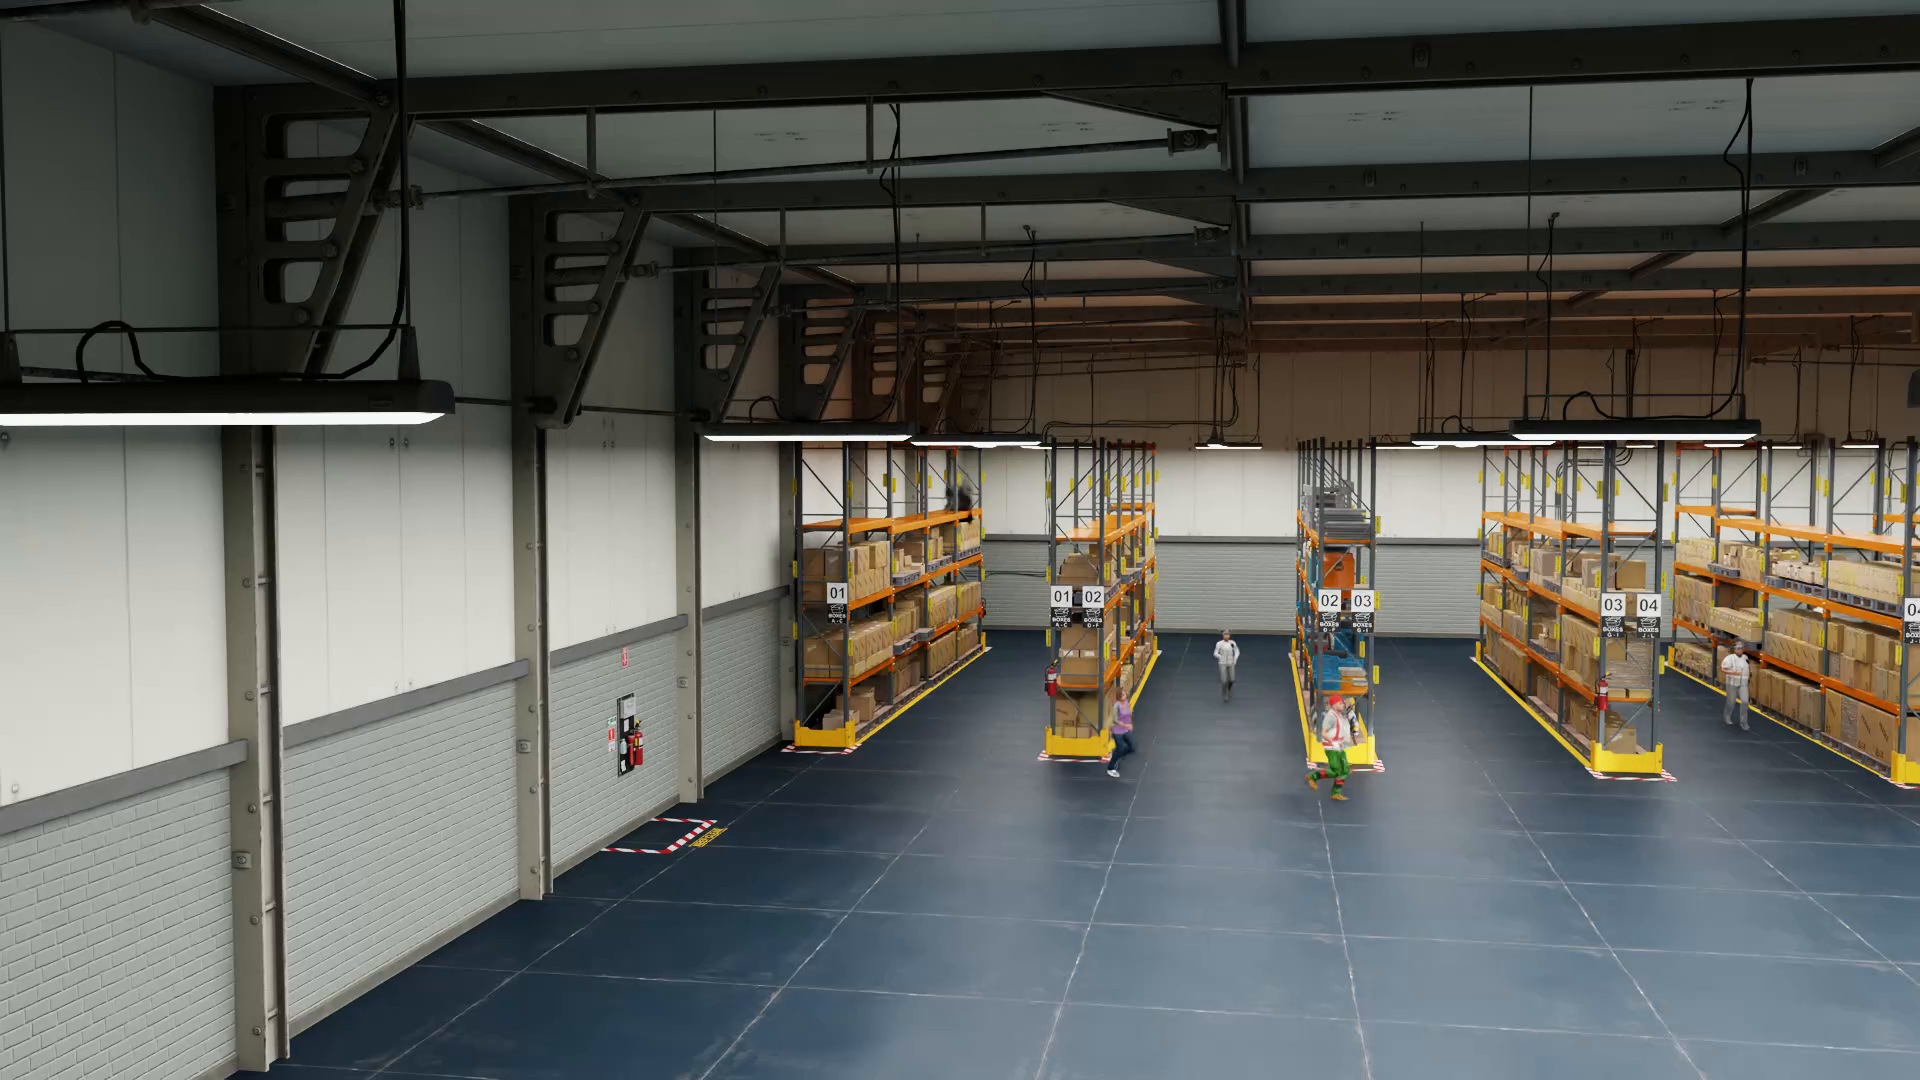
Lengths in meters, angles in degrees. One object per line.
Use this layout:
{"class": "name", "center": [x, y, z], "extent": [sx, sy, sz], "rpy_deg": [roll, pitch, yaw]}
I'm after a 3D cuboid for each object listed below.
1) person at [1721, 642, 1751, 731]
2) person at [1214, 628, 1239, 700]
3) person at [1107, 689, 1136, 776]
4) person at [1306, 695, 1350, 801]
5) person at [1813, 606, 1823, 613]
{"class": "person", "center": [16.108, 3.012, 34.526], "extent": [0.643, 1.814, 0.860], "rpy_deg": [0, 3, 5]}
{"class": "person", "center": [6.151, 2.863, 38.245], "extent": [0.603, 1.654, 0.542], "rpy_deg": [0, 3, 1]}
{"class": "person", "center": [2.880, 3.395, 29.335], "extent": [0.571, 1.556, 0.631], "rpy_deg": [-3, 4, -44]}
{"class": "person", "center": [6.082, 3.408, 27.408], "extent": [0.702, 1.741, 0.646], "rpy_deg": [2, 4, 33]}
{"class": "person", "center": [23.281, 2.448, 45.292], "extent": [0.771, 1.823, 0.695], "rpy_deg": [0, 3, 8]}
